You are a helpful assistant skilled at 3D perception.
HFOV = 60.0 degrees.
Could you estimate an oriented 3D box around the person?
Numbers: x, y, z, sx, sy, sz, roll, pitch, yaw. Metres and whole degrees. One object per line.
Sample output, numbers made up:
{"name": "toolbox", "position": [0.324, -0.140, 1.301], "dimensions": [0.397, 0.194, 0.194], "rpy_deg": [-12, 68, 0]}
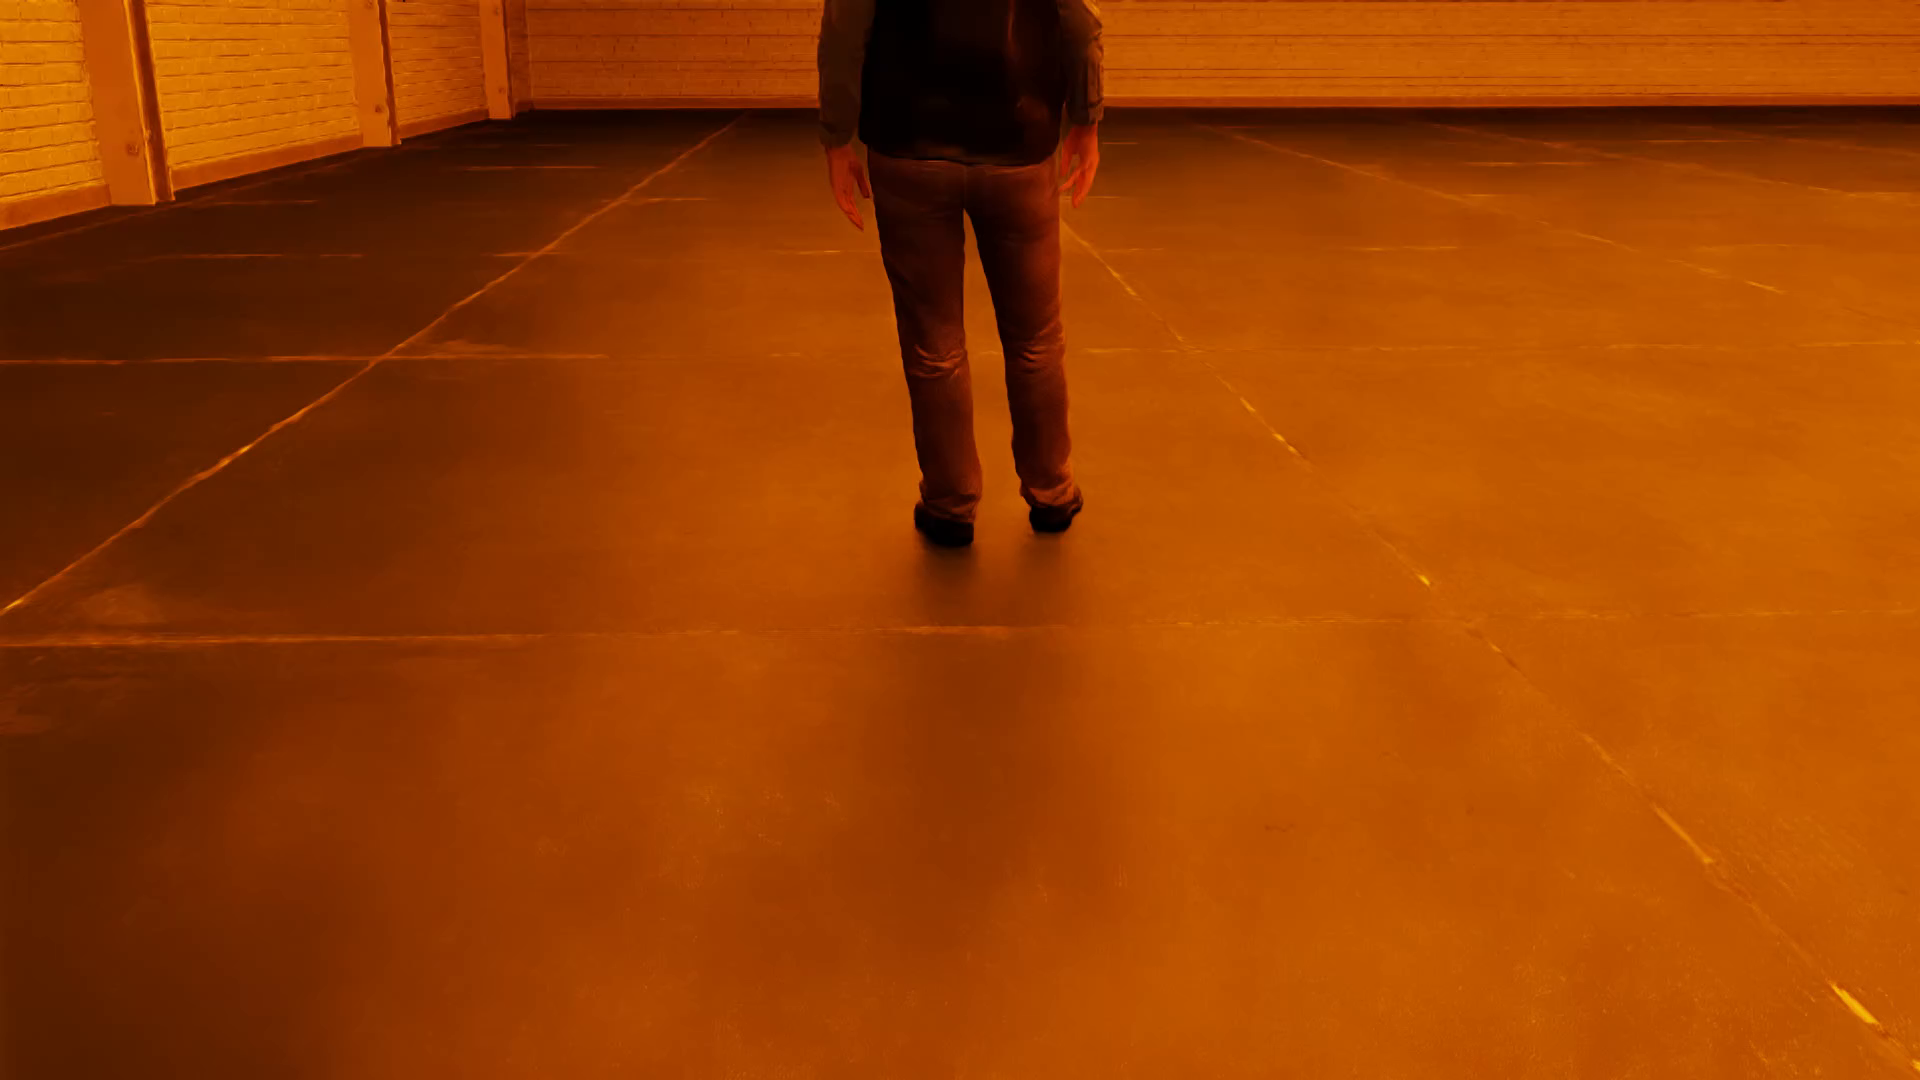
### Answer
{"name": "person", "position": [0.005, -0.848, 3.724], "dimensions": [0.632, 1.720, 0.567], "rpy_deg": [-1, 17, -3]}
